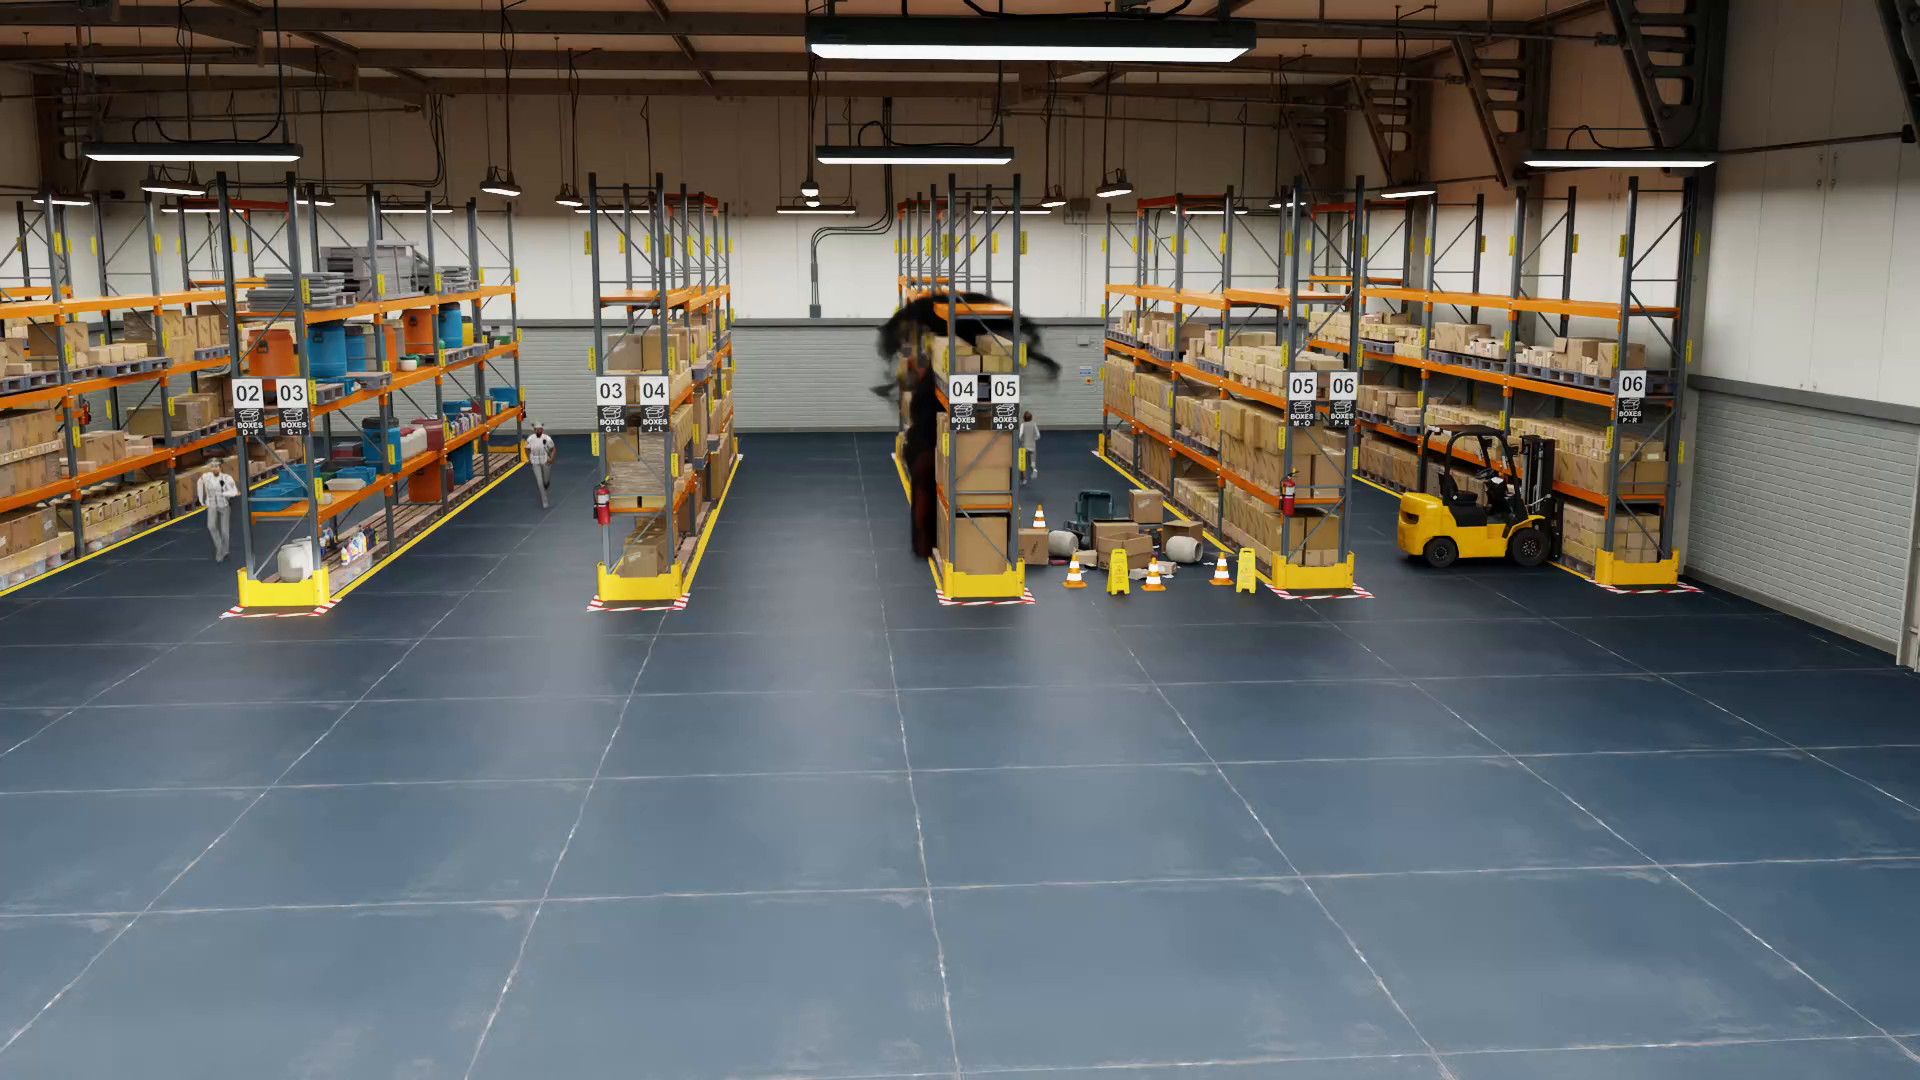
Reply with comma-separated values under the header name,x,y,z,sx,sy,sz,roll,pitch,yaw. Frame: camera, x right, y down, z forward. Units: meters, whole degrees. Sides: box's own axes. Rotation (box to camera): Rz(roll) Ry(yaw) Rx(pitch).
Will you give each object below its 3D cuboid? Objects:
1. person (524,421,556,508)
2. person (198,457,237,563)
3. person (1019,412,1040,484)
name,x,y,z,sx,sy,sz,roll,pitch,yaw
person,-8.201,-1.498,32.497,0.599,1.670,0.715,-2,10,-12
person,-11.916,-0.505,26.724,0.638,1.693,0.800,-2,10,-13
person,1.443,-1.888,34.970,0.517,1.584,0.984,-1,10,-8
